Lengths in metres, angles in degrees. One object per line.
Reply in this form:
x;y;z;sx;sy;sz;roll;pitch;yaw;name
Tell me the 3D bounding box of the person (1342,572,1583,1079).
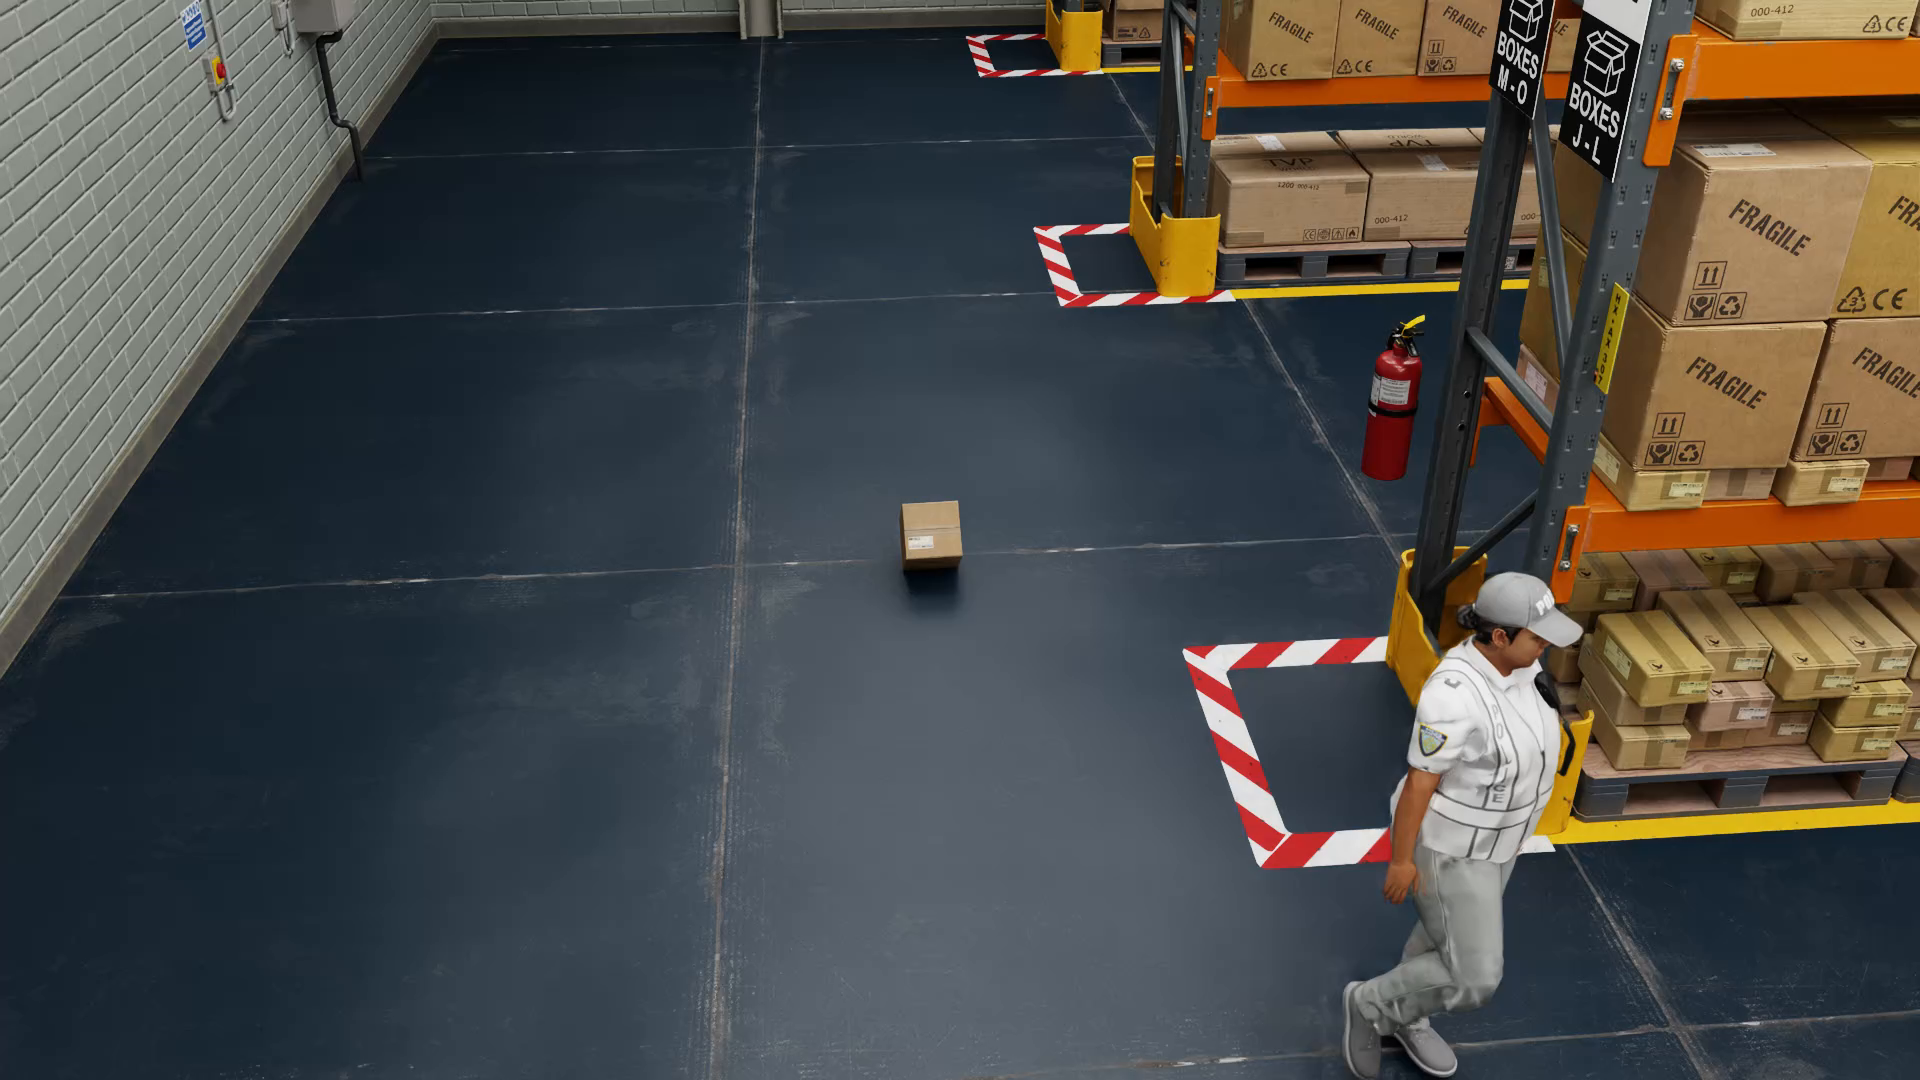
1.440;0.857;4.700;0.563;1.661;0.463;-27;41;-37;person
